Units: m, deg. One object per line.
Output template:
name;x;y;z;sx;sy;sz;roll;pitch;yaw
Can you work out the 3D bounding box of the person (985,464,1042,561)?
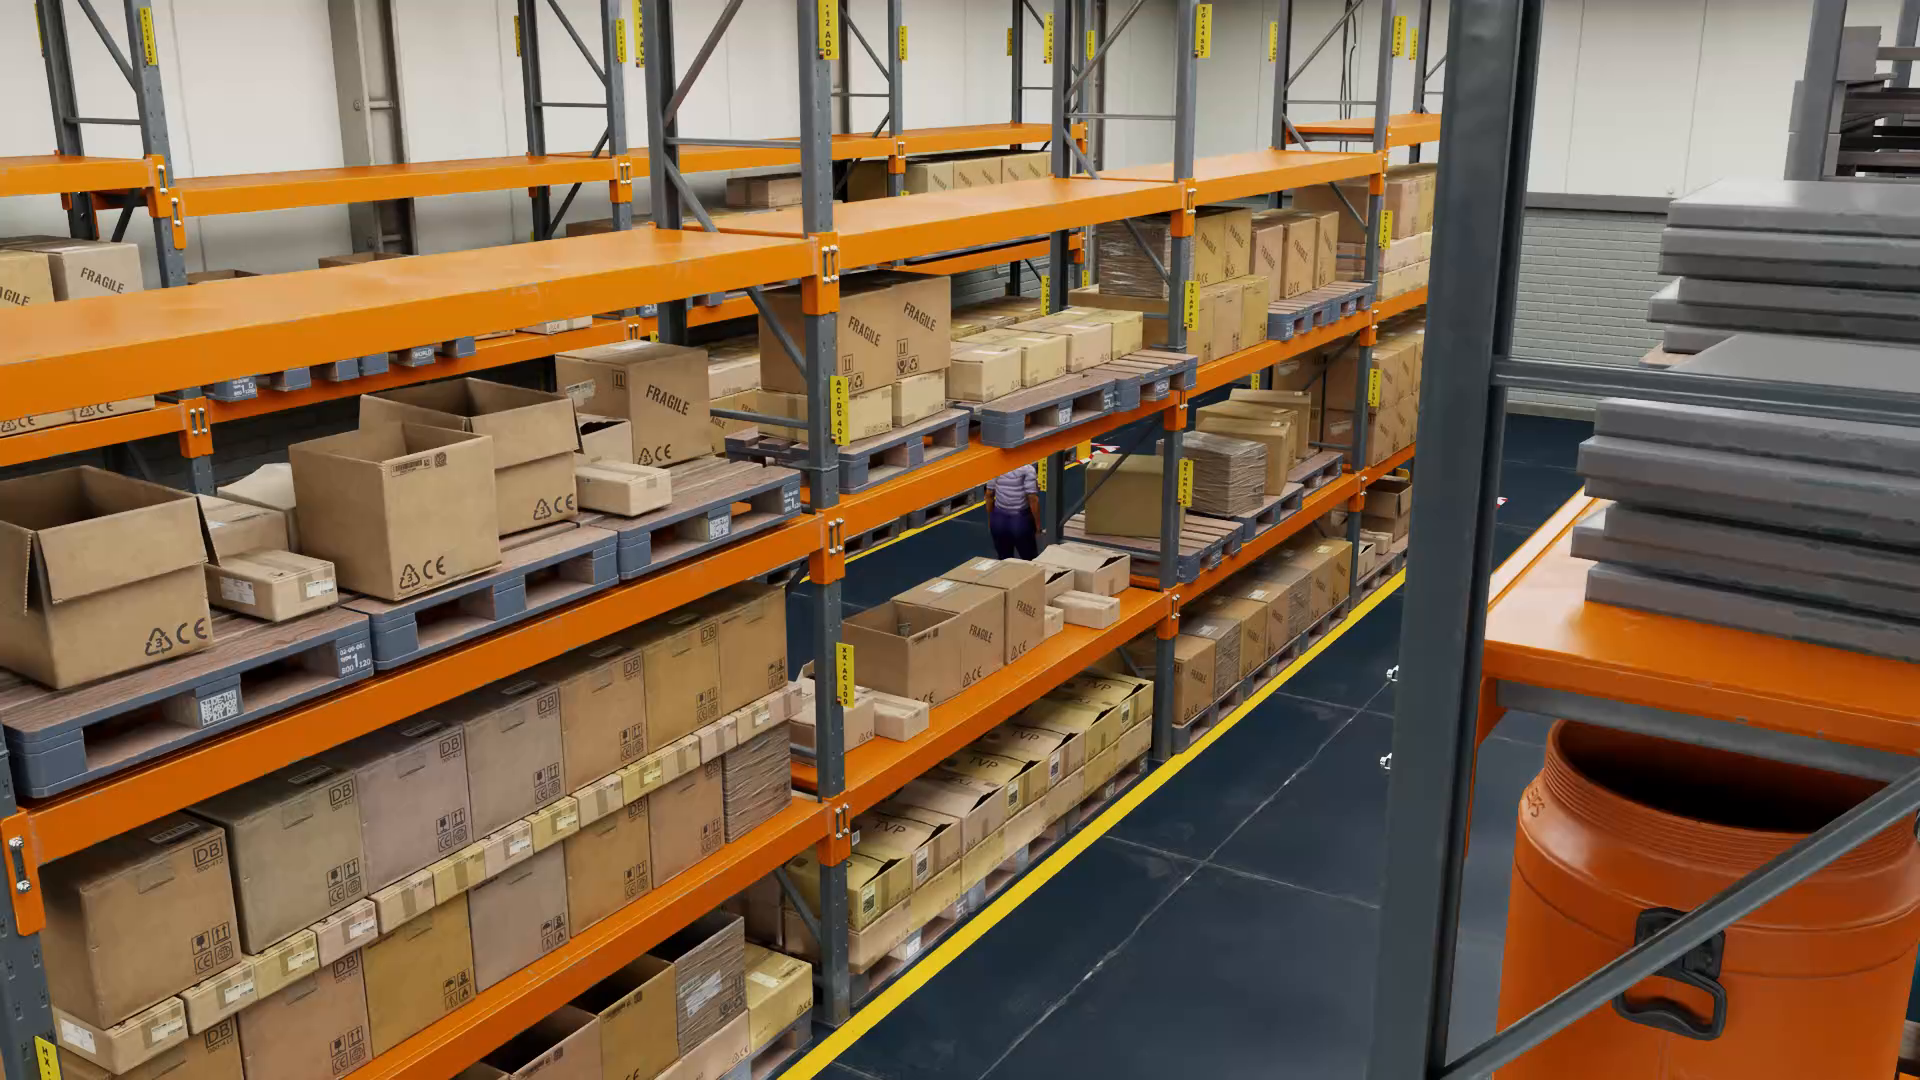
person;0.514;-0.149;15.056;0.554;1.652;0.422;9;18;27
